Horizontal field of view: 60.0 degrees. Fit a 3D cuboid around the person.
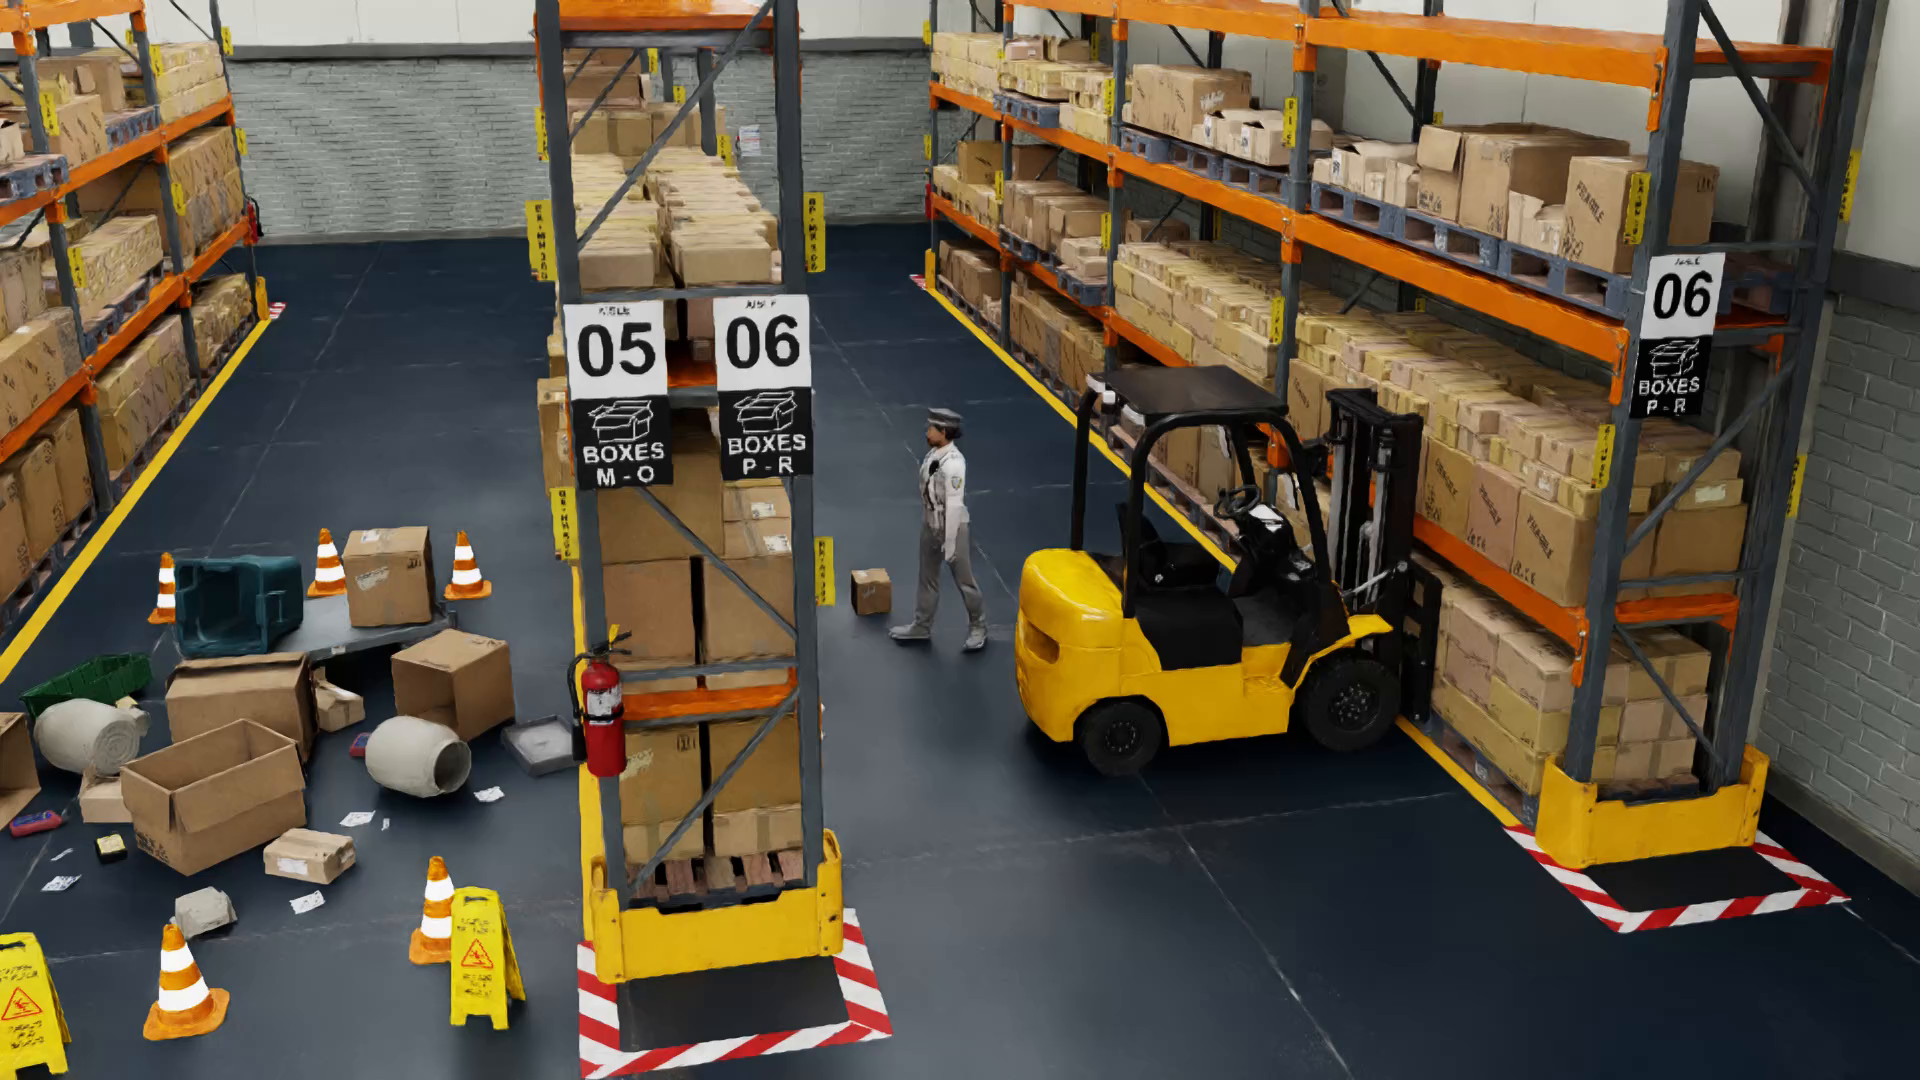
[{"bbox_3d":[-0.158,-0.106,11.305,0.635,1.660,0.680,-7,21,-20],"label":"person"}]
